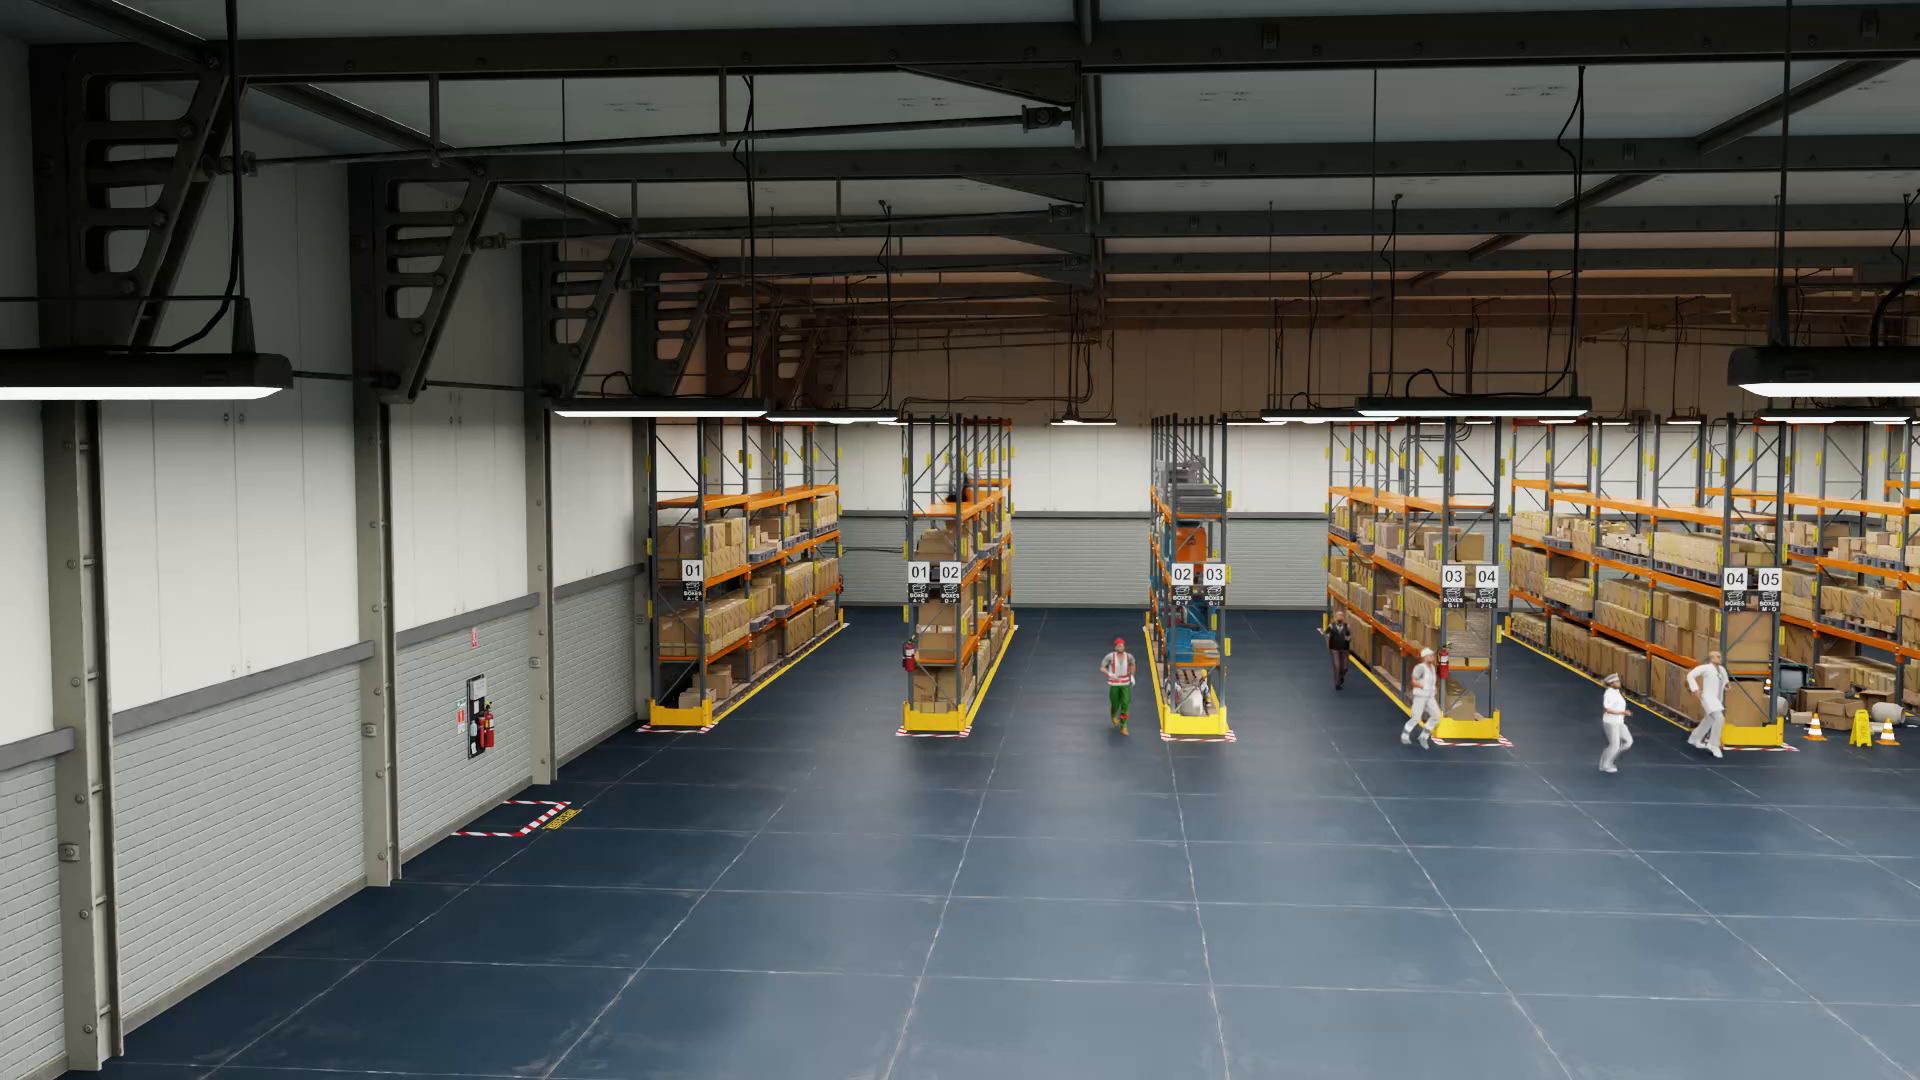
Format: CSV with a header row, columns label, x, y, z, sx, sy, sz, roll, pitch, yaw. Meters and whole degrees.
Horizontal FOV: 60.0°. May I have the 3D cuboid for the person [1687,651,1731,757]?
label,x,y,z,sx,sy,sz,roll,pitch,yaw
person,13.233,2.867,29.352,0.729,1.829,0.772,-3,5,-35

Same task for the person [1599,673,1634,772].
label,x,y,z,sx,sy,sz,roll,pitch,yaw
person,10.910,3.026,27.568,0.572,1.663,0.563,3,5,41

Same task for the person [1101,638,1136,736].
label,x,y,z,sx,sy,sz,roll,pitch,yaw
person,2.990,2.734,31.312,0.695,1.786,0.913,0,4,-5

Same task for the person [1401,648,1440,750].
label,x,y,z,sx,sy,sz,roll,pitch,yaw
person,8.324,2.830,29.812,0.686,1.782,0.694,-3,5,-34

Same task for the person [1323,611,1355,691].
label,x,y,z,sx,sy,sz,roll,pitch,yaw
person,8.315,2.412,36.458,0.667,1.699,0.915,0,4,5
